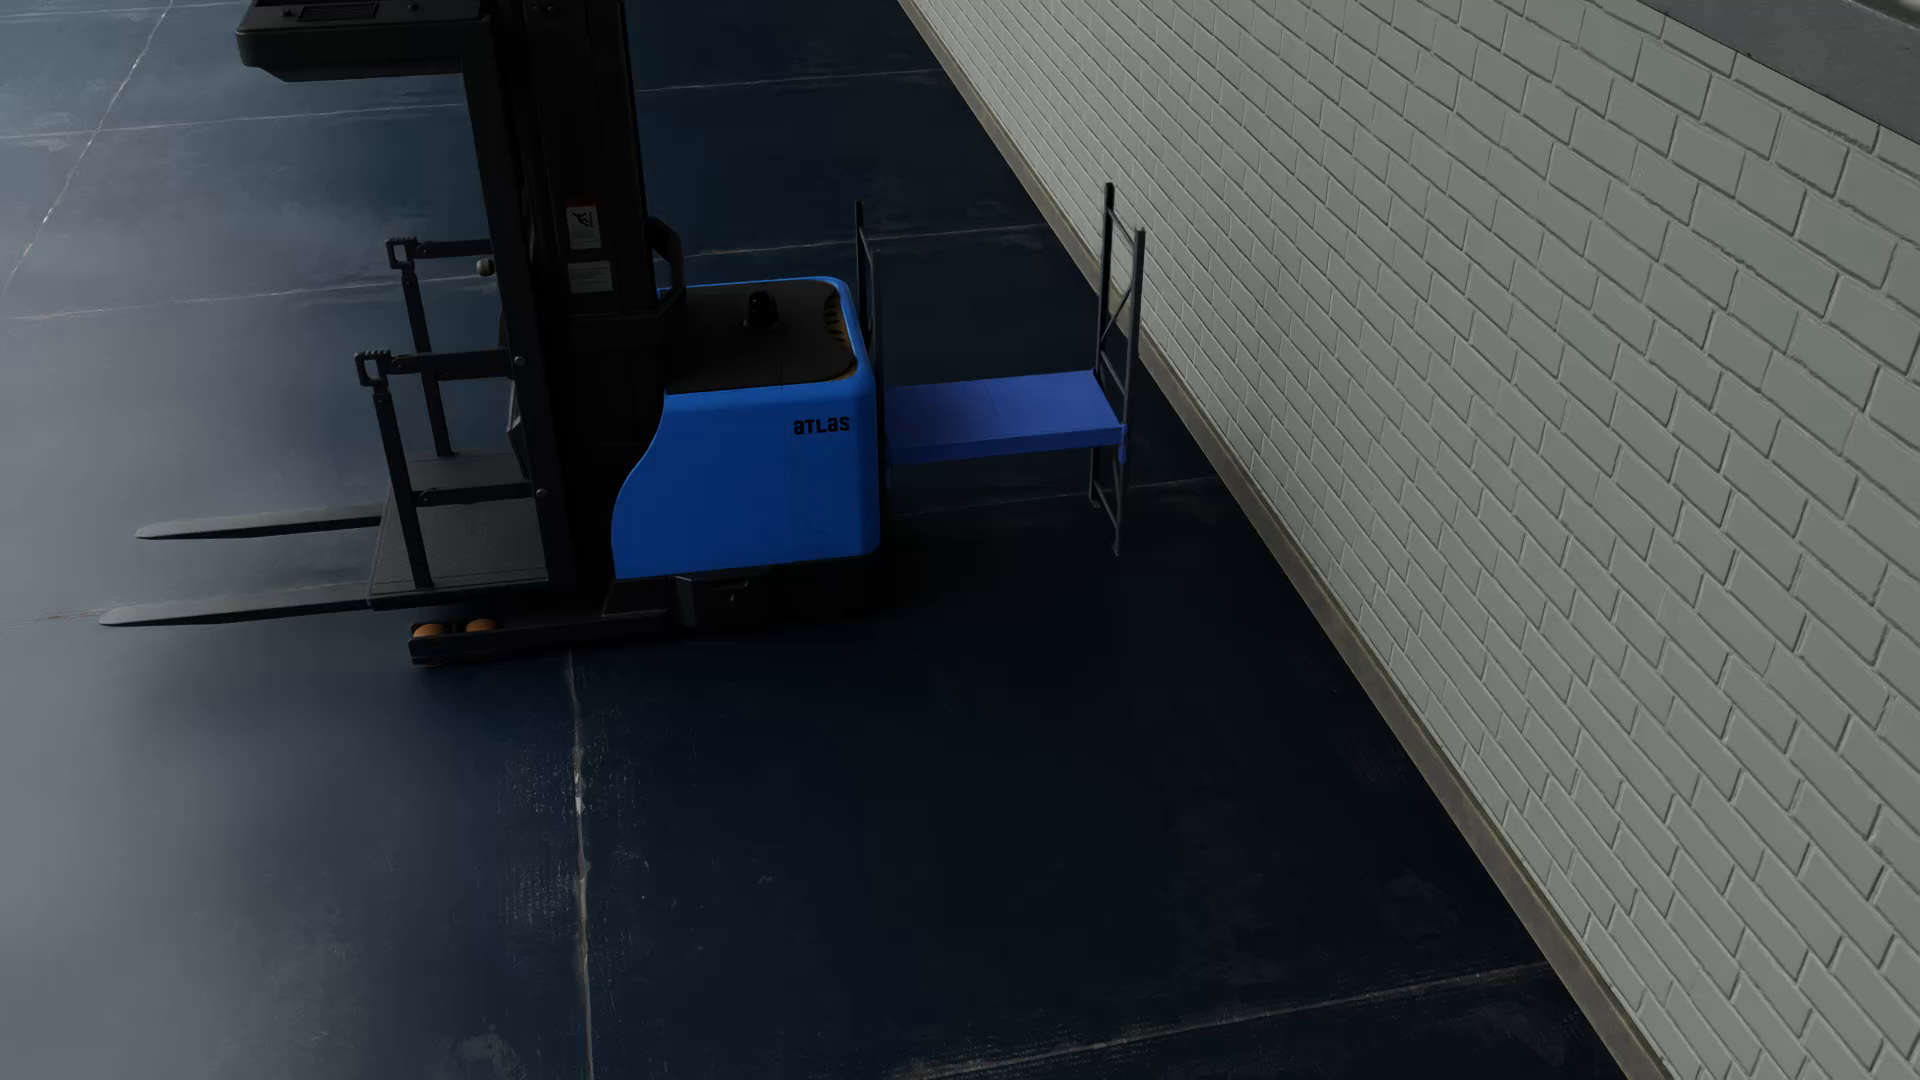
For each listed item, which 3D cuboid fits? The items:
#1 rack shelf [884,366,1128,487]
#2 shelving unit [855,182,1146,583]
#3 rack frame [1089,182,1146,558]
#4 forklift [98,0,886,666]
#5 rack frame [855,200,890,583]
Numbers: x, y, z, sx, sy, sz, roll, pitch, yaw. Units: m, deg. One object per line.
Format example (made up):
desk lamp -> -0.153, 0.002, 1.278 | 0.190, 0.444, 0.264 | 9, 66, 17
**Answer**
rack shelf -> 0.145, -0.482, 6.945 | 1.000, 0.185, 0.538 | -6, 34, -9
shelving unit -> 0.145, -0.632, 6.845 | 1.048, 1.500, 0.538 | -6, 34, -9
rack frame -> 0.644, -0.683, 6.922 | 0.032, 1.500, 0.500 | -6, 34, -9
forklift -> -1.871, -1.041, 6.170 | 3.031, 2.935, 1.130 | -6, 34, -8
rack frame -> -0.355, -0.580, 6.768 | 0.032, 1.500, 0.500 | -6, 34, -9
